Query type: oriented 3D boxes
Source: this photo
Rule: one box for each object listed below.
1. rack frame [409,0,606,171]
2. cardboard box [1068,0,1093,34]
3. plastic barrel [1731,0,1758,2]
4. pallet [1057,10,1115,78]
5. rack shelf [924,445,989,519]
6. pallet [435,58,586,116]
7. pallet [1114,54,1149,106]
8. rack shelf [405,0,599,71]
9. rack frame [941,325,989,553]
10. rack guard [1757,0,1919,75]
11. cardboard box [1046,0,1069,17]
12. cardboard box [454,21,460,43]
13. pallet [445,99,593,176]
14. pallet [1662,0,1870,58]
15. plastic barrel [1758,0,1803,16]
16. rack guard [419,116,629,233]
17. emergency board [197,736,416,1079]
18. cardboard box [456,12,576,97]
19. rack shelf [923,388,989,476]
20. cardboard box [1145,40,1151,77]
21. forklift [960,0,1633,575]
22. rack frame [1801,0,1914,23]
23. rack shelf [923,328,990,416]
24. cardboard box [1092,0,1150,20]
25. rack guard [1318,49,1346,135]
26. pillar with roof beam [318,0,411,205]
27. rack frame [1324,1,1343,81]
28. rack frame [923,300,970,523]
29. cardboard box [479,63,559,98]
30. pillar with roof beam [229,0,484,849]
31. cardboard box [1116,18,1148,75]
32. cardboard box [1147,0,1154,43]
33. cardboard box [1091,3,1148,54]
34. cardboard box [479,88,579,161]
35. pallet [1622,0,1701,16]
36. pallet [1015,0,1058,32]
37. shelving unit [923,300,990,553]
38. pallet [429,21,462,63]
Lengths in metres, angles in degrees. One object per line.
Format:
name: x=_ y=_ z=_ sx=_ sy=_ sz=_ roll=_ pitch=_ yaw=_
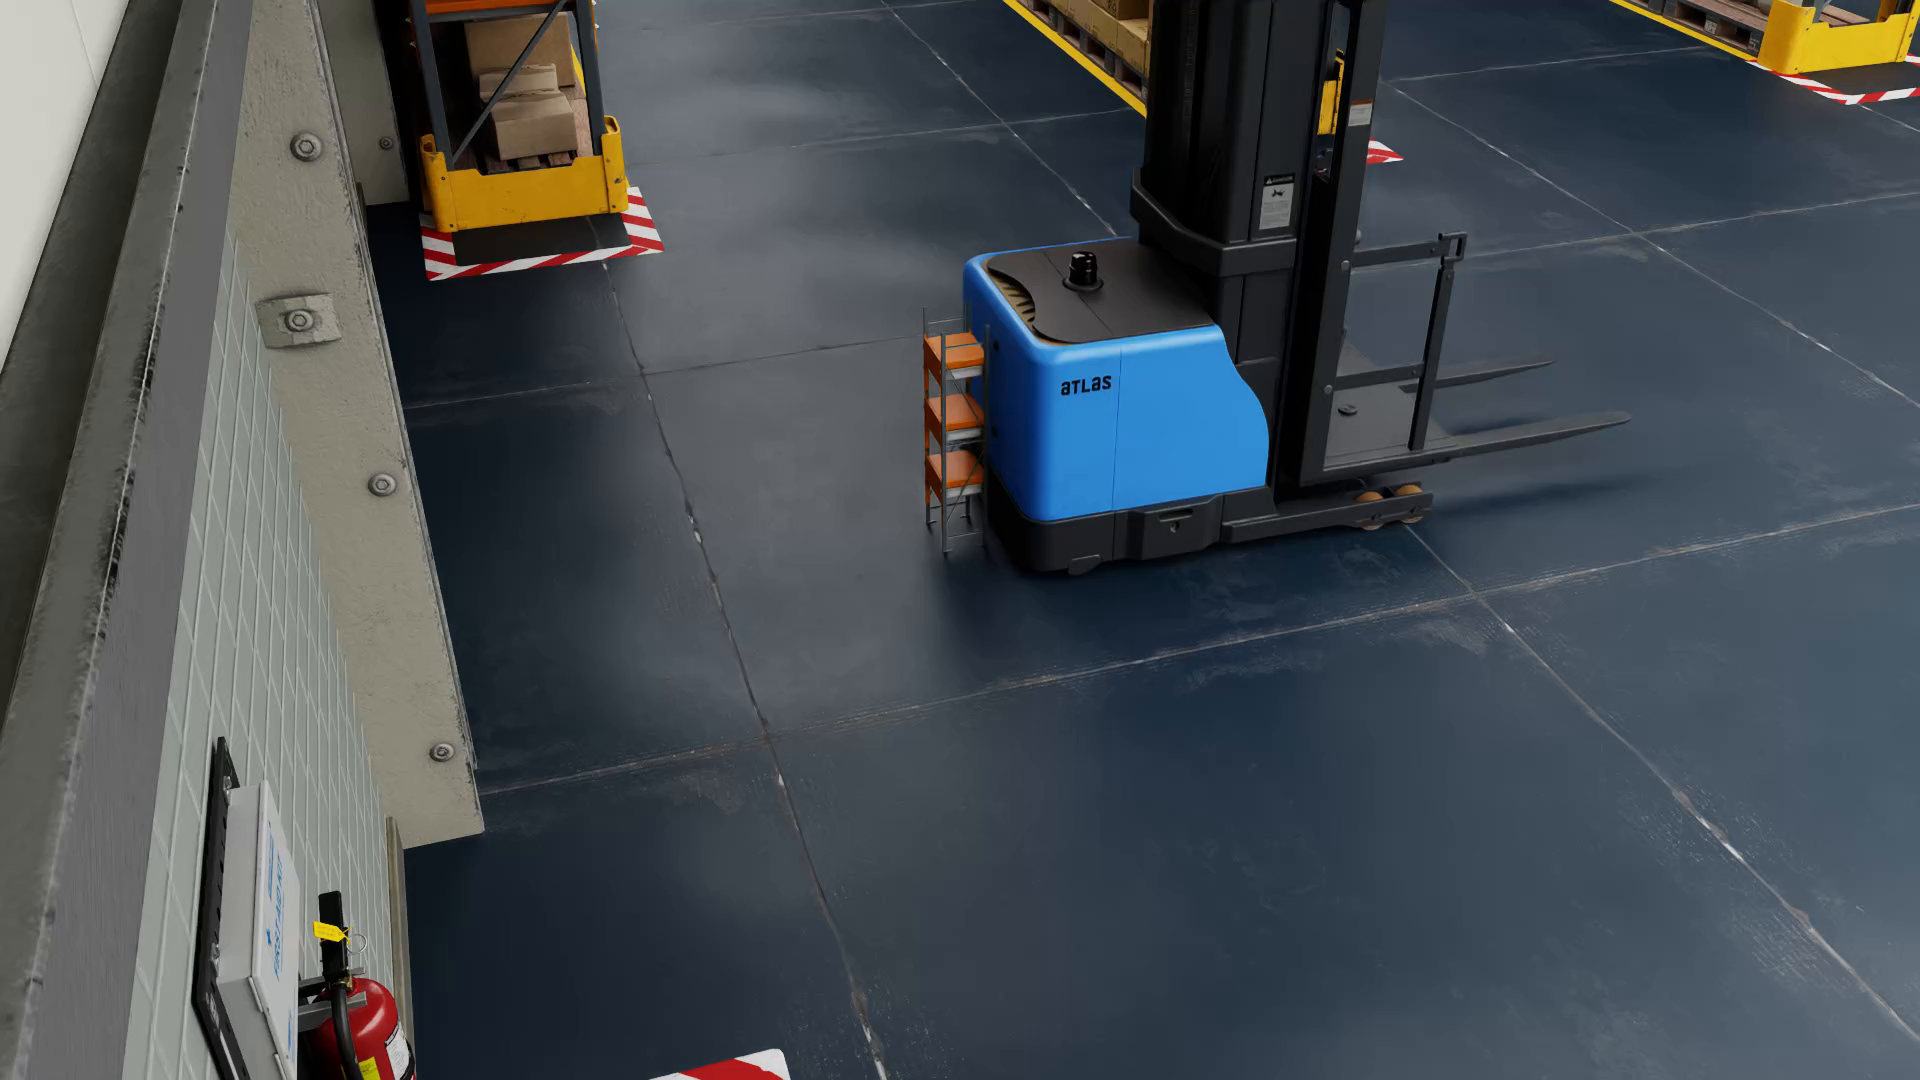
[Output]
rack frame: x=-2.638 y=-3.252 z=9.451 sx=1.000 sy=3.000 sz=0.127 roll=-10 pitch=35 yaw=-15
cardboard box: x=1.164 y=-4.132 z=12.896 sx=0.500 sy=0.250 sz=0.500 roll=-10 pitch=35 yaw=-15
plastic barrel: x=6.370 y=-4.651 z=13.444 sx=0.421 sy=0.512 sz=0.421 roll=0 pitch=33 yaw=0
pallet: x=1.437 y=-3.958 z=13.048 sx=1.003 sy=0.211 sz=1.213 roll=-10 pitch=35 yaw=-15
rack shelf: x=-0.016 y=-0.225 z=7.162 sx=0.215 sy=0.259 sz=0.240 roll=-10 pitch=35 yaw=-15
pallet: x=-3.244 y=-3.200 z=11.902 sx=1.003 sy=0.211 sz=1.213 roll=-10 pitch=35 yaw=-15
pallet: x=1.805 y=-3.318 z=12.080 sx=1.003 sy=0.211 sz=1.213 roll=-10 pitch=35 yaw=-15
rack shelf: x=-3.248 y=-4.002 z=11.238 sx=1.077 sy=0.370 sz=4.000 roll=-10 pitch=35 yaw=-15
rack frame: x=0.021 y=-0.402 z=6.906 sx=0.200 sy=1.050 sz=0.008 roll=-10 pitch=35 yaw=-15
rack guard: x=6.729 y=-3.907 z=12.709 sx=1.175 sy=0.500 sz=0.348 roll=-10 pitch=35 yaw=-15
cardboard box: x=1.006 y=-4.394 z=13.292 sx=0.500 sy=0.250 sz=0.500 roll=-10 pitch=35 yaw=-15
cardboard box: x=-3.504 y=-3.955 z=12.382 sx=0.500 sy=0.500 sz=0.500 roll=-13 pitch=35 yaw=-18
pallet: x=-2.876 y=-2.561 z=10.934 sx=1.003 sy=0.211 sz=1.213 roll=-10 pitch=35 yaw=-15
pallet: x=6.486 y=-4.214 z=13.436 sx=1.003 sy=0.211 sz=1.213 roll=-10 pitch=35 yaw=-15
plastic barrel: x=6.523 y=-4.388 z=13.045 sx=0.421 sy=0.512 sz=0.421 roll=0 pitch=33 yaw=0
rack guard: x=-2.661 y=-2.249 z=10.200 sx=1.175 sy=0.500 sz=0.348 roll=-10 pitch=35 yaw=-15
emergency board: x=-1.128 y=0.980 z=3.046 sx=0.194 sy=1.169 sz=0.643 roll=-10 pitch=35 yaw=-15
cardboard box: x=-3.114 y=-3.464 z=11.640 sx=0.700 sy=0.500 sz=0.500 roll=-12 pitch=35 yaw=-18
rack shelf: x=-0.016 y=-0.457 z=7.009 sx=0.215 sy=0.259 sz=0.240 roll=-10 pitch=35 yaw=-15
cardboard box: x=1.633 y=-3.347 z=11.707 sx=0.500 sy=0.250 sz=0.500 roll=-10 pitch=35 yaw=-15
forklift: x=1.574 y=-1.535 z=6.914 sx=3.031 sy=2.935 sz=1.130 roll=-10 pitch=35 yaw=-14
rack frame: x=6.797 y=-4.918 z=11.972 sx=1.000 sy=3.000 sz=0.127 roll=-10 pitch=35 yaw=-15
rack shelf: x=-0.016 y=-0.694 z=6.852 sx=0.215 sy=0.259 sz=0.240 roll=-10 pitch=35 yaw=-15
cardboard box: x=1.312 y=-4.182 z=12.291 sx=0.500 sy=0.500 sz=0.500 roll=-10 pitch=35 yaw=-15
rack guard: x=2.086 y=-3.032 z=11.384 sx=1.175 sy=0.500 sz=0.348 roll=-10 pitch=35 yaw=-15
pillar with roof beam: x=0.424 y=-6.701 z=9.228 sx=9.100 sy=9.000 sz=0.400 roll=-10 pitch=35 yaw=-15
rack frame: x=2.078 y=-4.087 z=10.714 sx=1.000 sy=3.000 sz=0.127 roll=-10 pitch=35 yaw=-15
rack frame: x=-0.054 y=-0.530 z=7.100 sx=0.200 sy=1.050 sz=0.008 roll=-10 pitch=35 yaw=-15
cardboard box: x=-2.937 y=-2.992 z=11.096 sx=0.500 sy=0.311 sz=0.500 roll=-7 pitch=34 yaw=-11
pillar with roof beam: x=2.254 y=-3.551 z=4.461 sx=9.100 sy=9.000 sz=0.400 roll=-10 pitch=35 yaw=-15
cardboard box: x=1.469 y=-3.607 z=12.102 sx=0.500 sy=0.250 sz=0.500 roll=-10 pitch=35 yaw=-15
cardboard box: x=1.631 y=-3.659 z=11.500 sx=0.500 sy=0.500 sz=0.500 roll=-10 pitch=35 yaw=-15
cardboard box: x=1.315 y=-3.870 z=12.498 sx=0.500 sy=0.250 sz=0.500 roll=-10 pitch=35 yaw=-15
cardboard box: x=-2.764 y=-2.692 z=10.643 sx=0.500 sy=0.311 sz=0.500 roll=-14 pitch=36 yaw=-20
pallet: x=6.117 y=-4.853 z=14.404 sx=1.003 sy=0.211 sz=1.213 roll=-10 pitch=35 yaw=-15
pallet: x=1.061 y=-4.599 z=14.019 sx=1.003 sy=0.211 sz=1.213 roll=-10 pitch=35 yaw=-15
shelving unit: x=-0.016 y=-0.466 z=7.003 sx=0.215 sy=1.050 sz=0.252 roll=-10 pitch=35 yaw=-15
pallet: x=-3.620 y=-3.842 z=12.873 sx=1.003 sy=0.211 sz=1.213 roll=-10 pitch=35 yaw=-15
